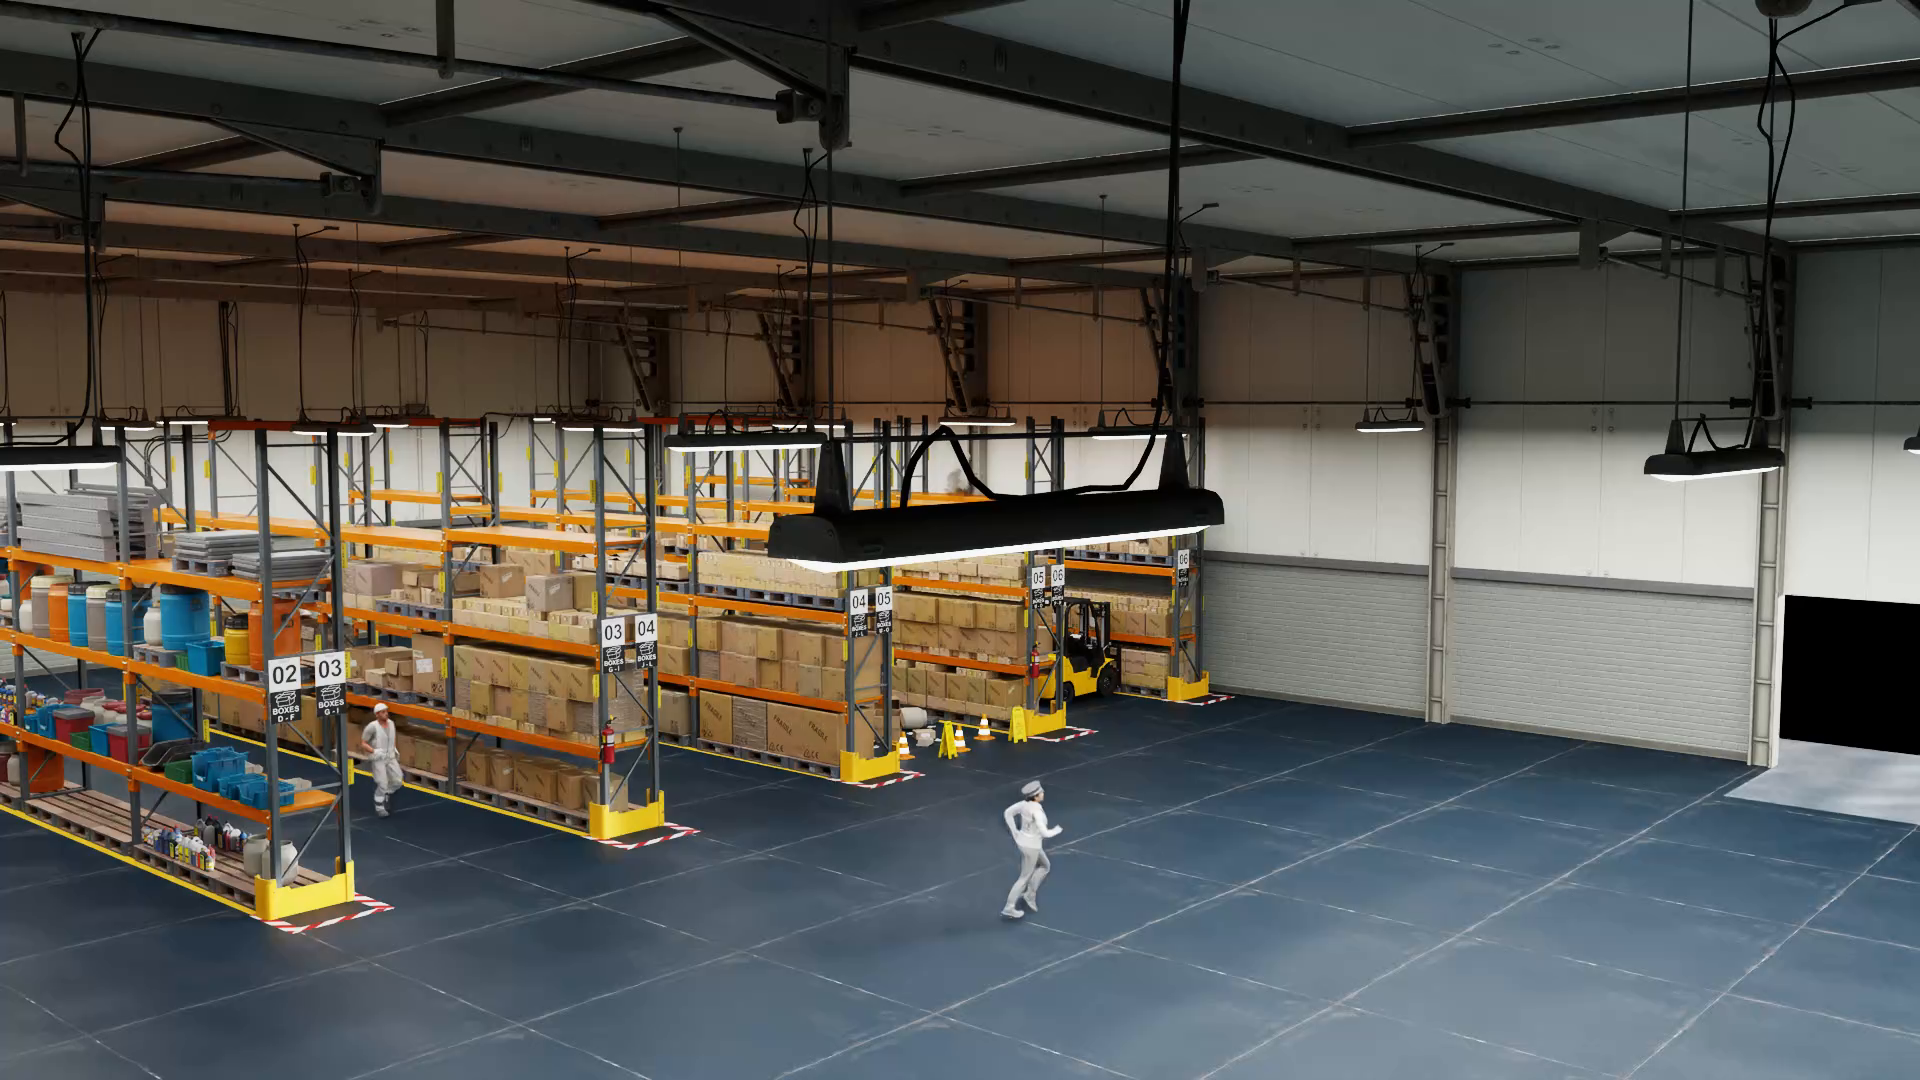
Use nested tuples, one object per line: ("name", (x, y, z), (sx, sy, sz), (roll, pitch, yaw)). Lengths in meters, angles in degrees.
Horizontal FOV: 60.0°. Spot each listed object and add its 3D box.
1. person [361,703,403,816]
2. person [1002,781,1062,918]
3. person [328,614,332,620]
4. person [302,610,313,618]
("person", (-8.782, 3.349, 25.325), (0.572, 1.746, 0.643), (4, 6, 37))
("person", (0.861, 3.778, 20.472), (0.822, 1.666, 0.622), (-2, 5, -20))
("person", (-13.661, 2.458, 36.288), (0.705, 1.758, 0.667), (-4, 6, -40))
("person", (-14.675, 2.407, 37.166), (0.717, 1.685, 0.544), (-1, 5, -16))
